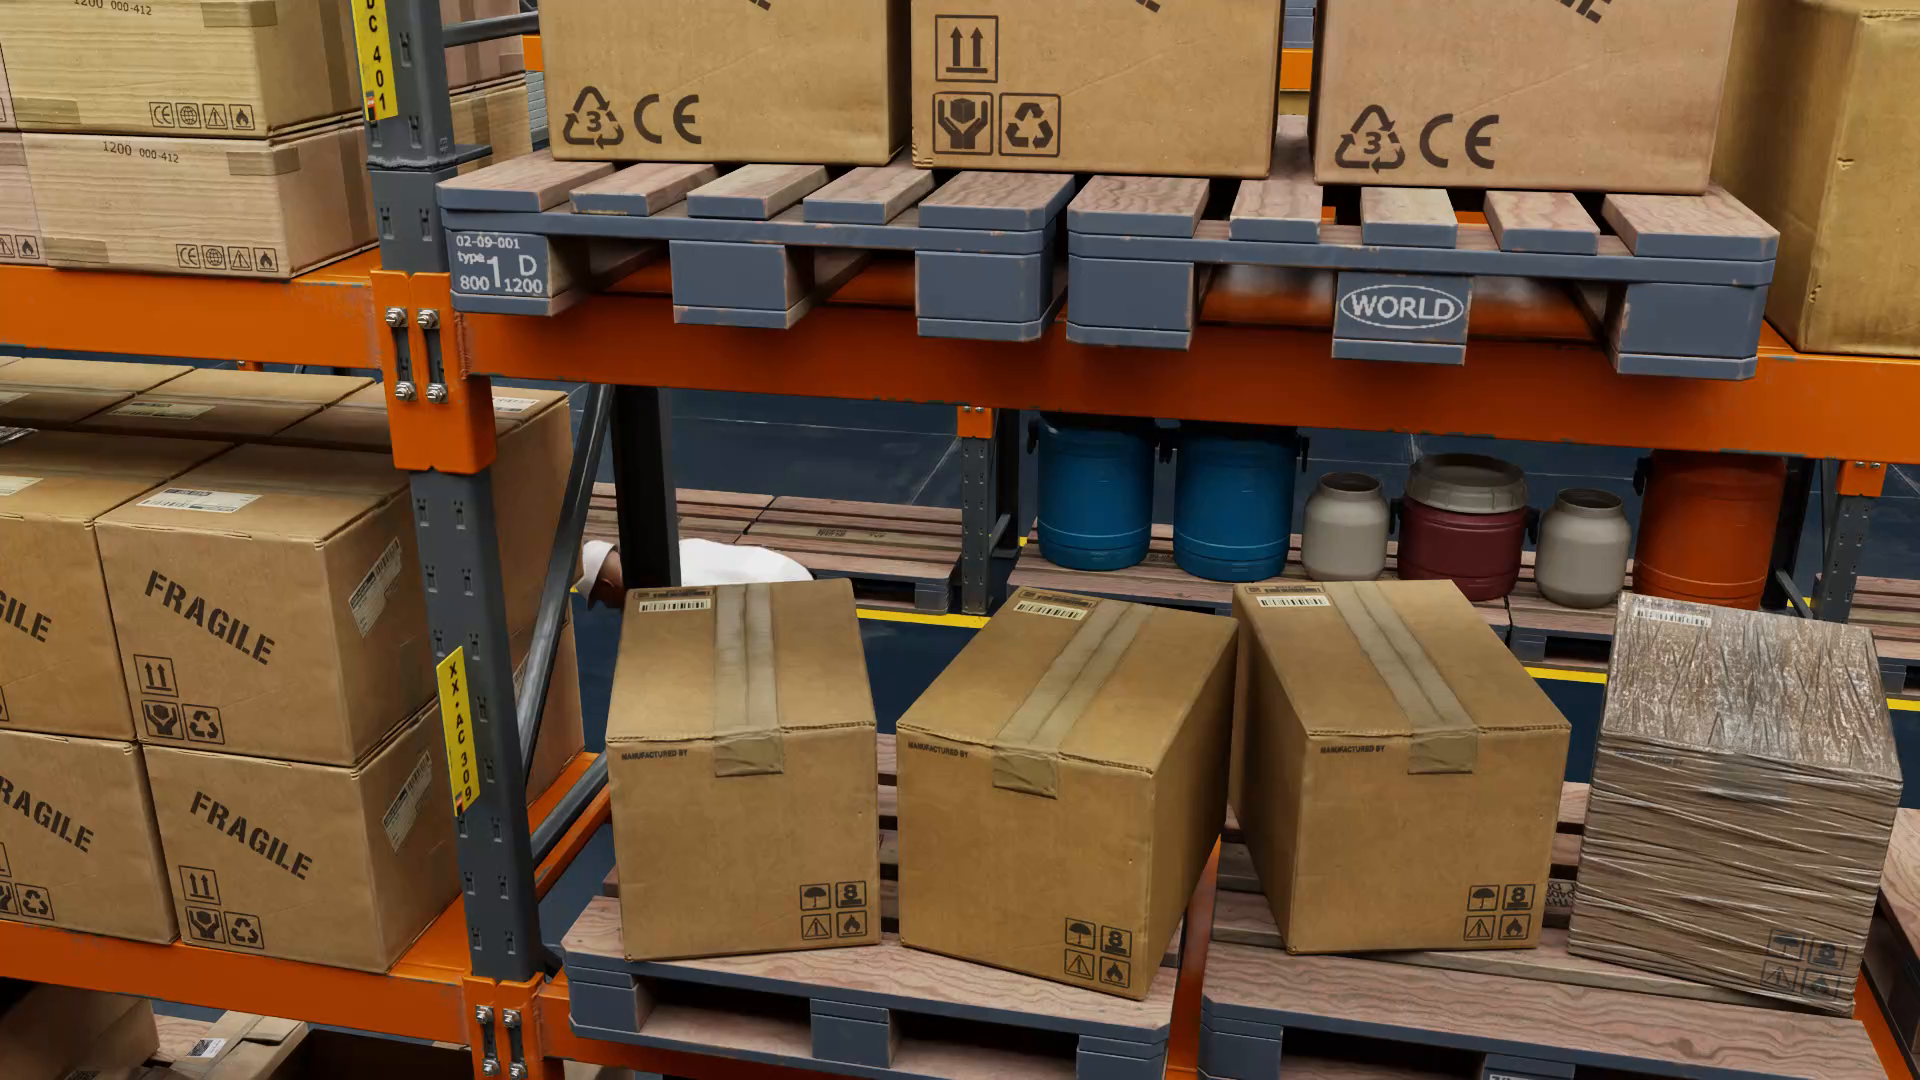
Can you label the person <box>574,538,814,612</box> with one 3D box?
[{"bbox_3d":[-1.030,0.543,6.549,0.979,1.118,0.476,4,22,9],"label":"person"}]
